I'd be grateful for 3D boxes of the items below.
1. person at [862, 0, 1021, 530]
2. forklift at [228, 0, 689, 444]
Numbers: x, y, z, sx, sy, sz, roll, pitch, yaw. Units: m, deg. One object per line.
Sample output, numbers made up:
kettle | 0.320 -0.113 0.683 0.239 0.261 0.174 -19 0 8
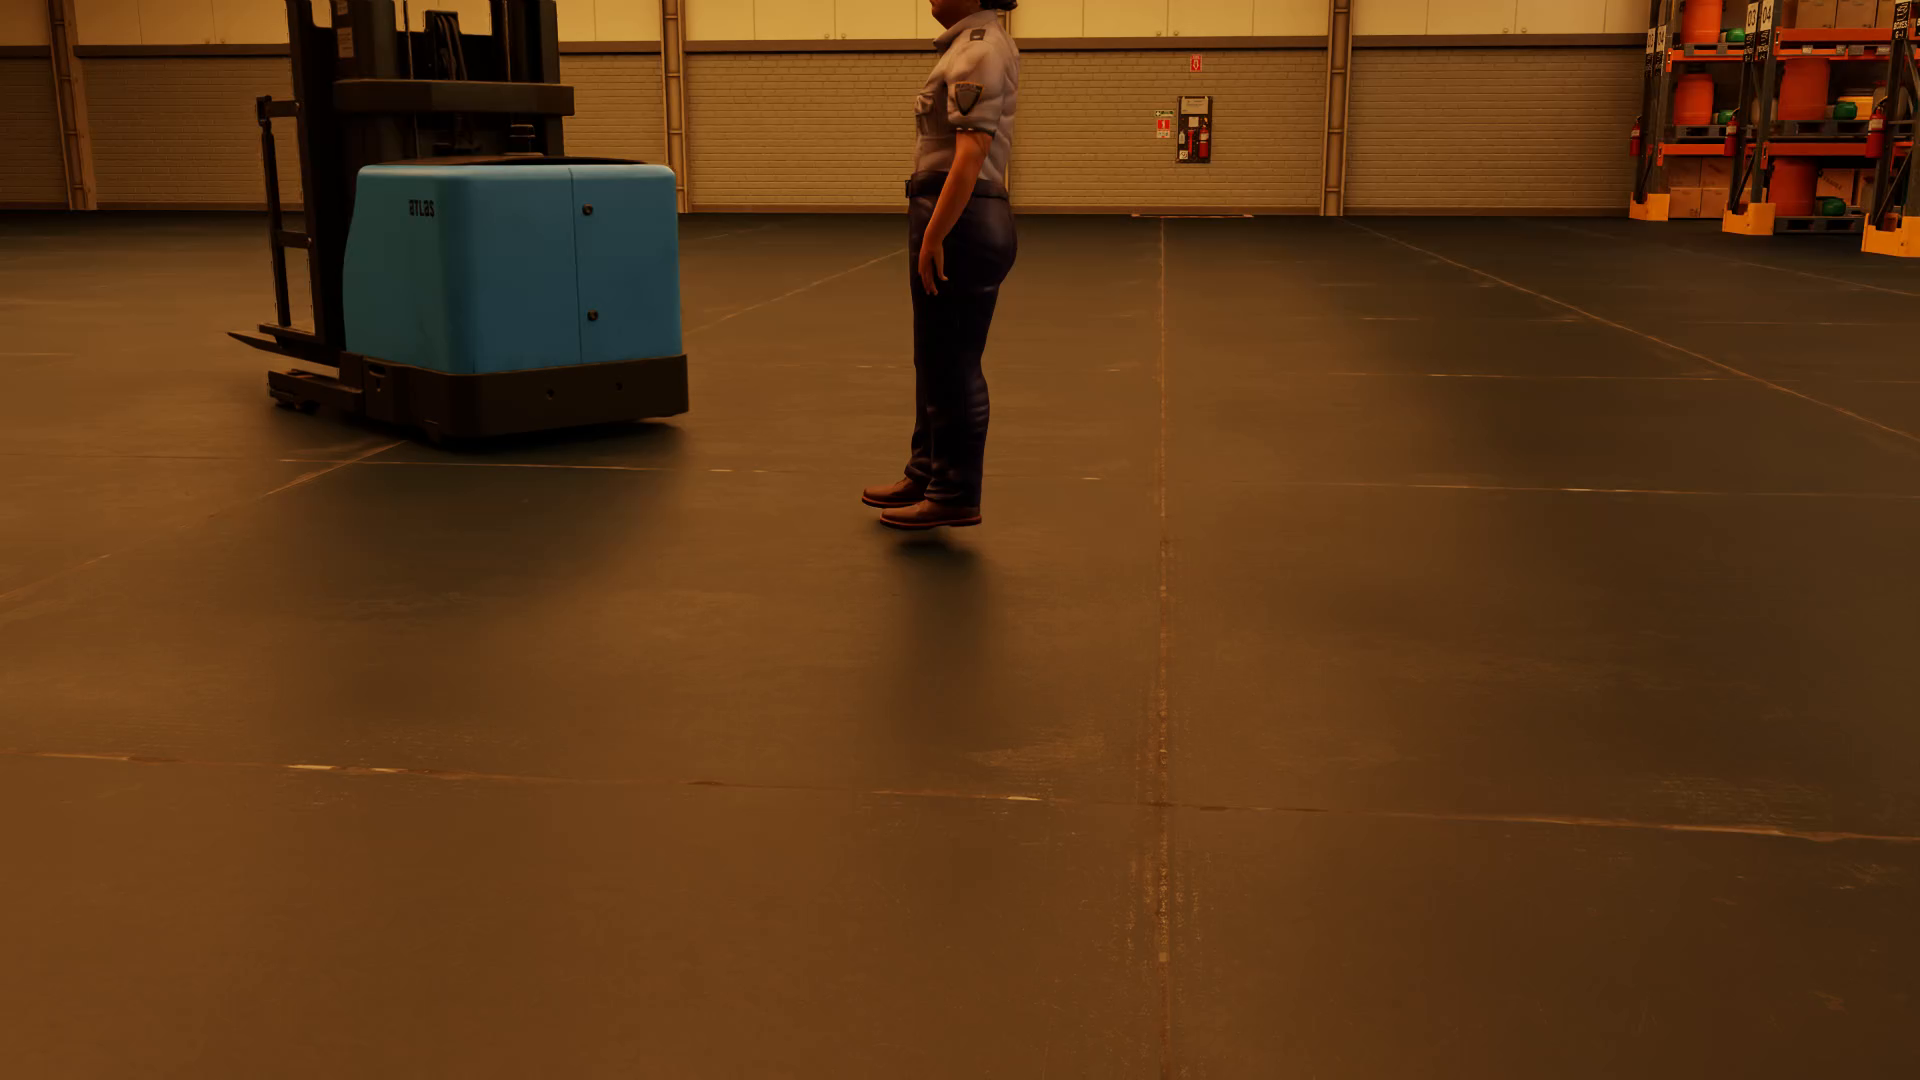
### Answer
person | -0.086 -0.857 4.780 0.503 1.651 0.598 2 13 7
forklift | -2.488 -2.068 7.351 1.130 2.935 3.031 -12 17 -41
